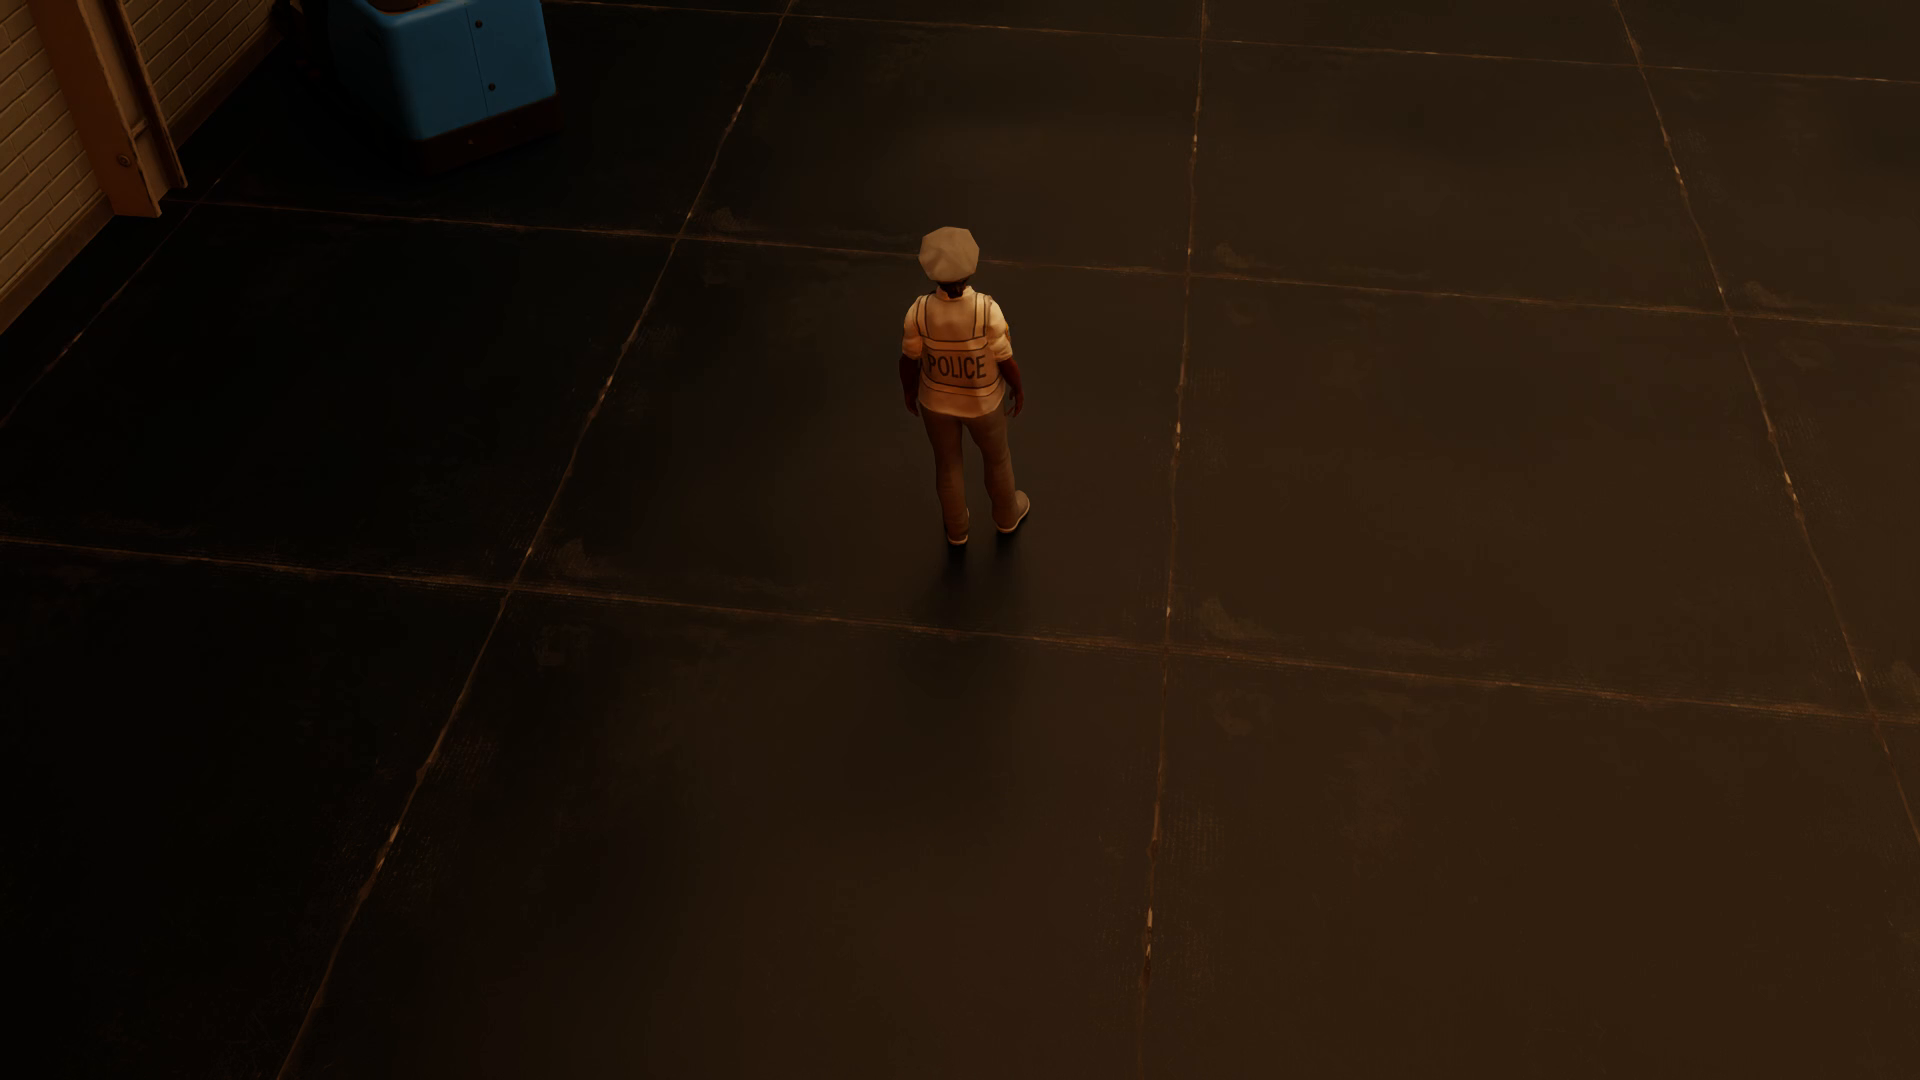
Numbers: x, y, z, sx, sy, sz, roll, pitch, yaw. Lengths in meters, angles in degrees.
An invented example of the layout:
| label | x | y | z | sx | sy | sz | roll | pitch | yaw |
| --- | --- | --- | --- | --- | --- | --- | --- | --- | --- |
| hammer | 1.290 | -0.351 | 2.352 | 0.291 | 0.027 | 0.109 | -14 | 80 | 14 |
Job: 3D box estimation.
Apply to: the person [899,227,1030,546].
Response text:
| label | x | y | z | sx | sy | sz | roll | pitch | yaw |
| --- | --- | --- | --- | --- | --- | --- | --- | --- | --- |
| person | 0.030 | -0.677 | 7.365 | 0.569 | 1.694 | 0.530 | 5 | 43 | 6 |

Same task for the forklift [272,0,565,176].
| label | x | y | z | sx | sy | sz | roll | pitch | yaw |
| --- | --- | --- | --- | --- | --- | --- | --- | --- | --- |
| forklift | -3.861 | -4.247 | 10.347 | 1.130 | 2.935 | 3.031 | -29 | 50 | -28 |
